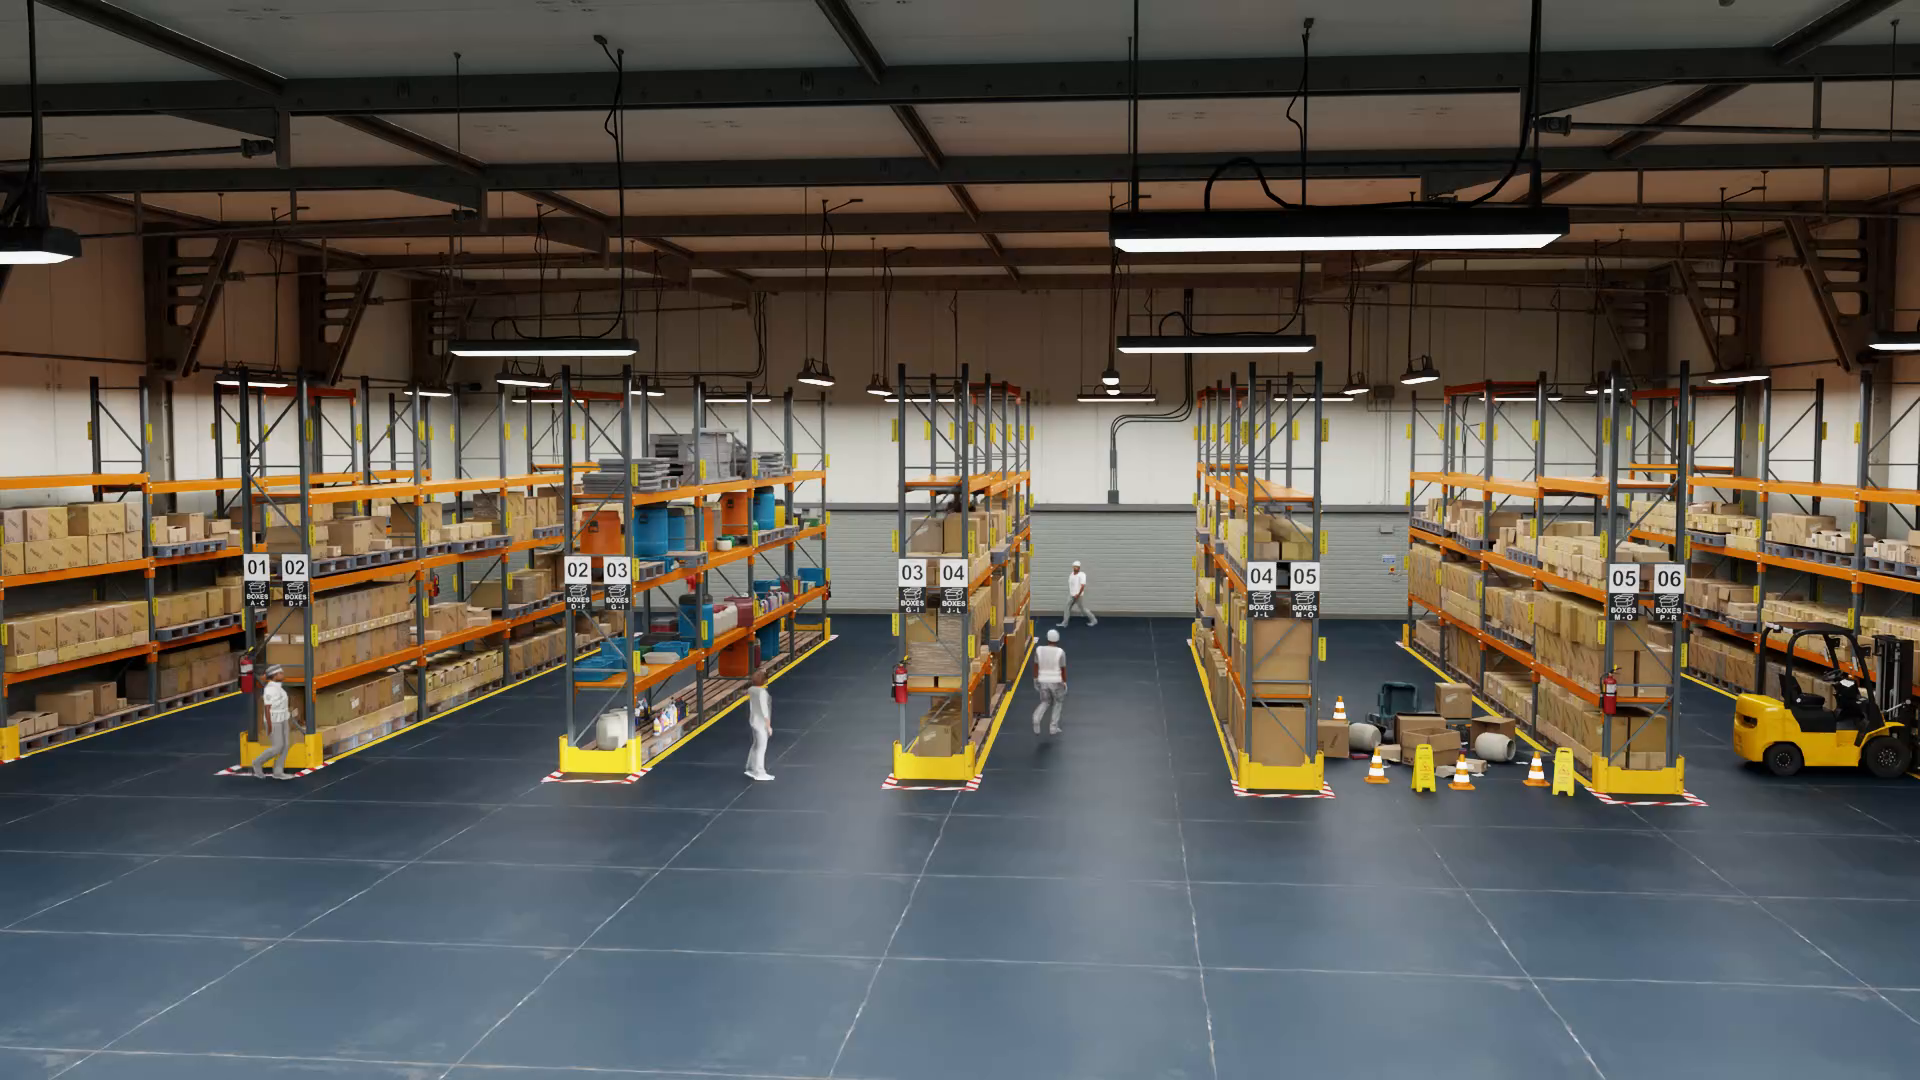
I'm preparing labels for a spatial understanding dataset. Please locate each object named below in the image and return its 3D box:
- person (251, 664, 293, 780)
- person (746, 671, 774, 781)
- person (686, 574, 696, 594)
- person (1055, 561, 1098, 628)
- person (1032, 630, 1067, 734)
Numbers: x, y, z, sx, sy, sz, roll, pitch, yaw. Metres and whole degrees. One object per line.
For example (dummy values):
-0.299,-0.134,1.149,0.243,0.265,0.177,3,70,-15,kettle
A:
-9.890,2.613,23.930,0.511,1.674,0.500,1,4,11,person
-2.874,2.680,24.004,0.356,1.625,0.505,-2,4,-23,person
-6.706,1.428,42.239,0.492,1.725,0.546,1,4,16,person
2.988,1.402,42.664,1.072,1.724,0.629,-1,4,-15,person
1.472,2.336,27.374,0.573,1.741,0.670,3,5,36,person
